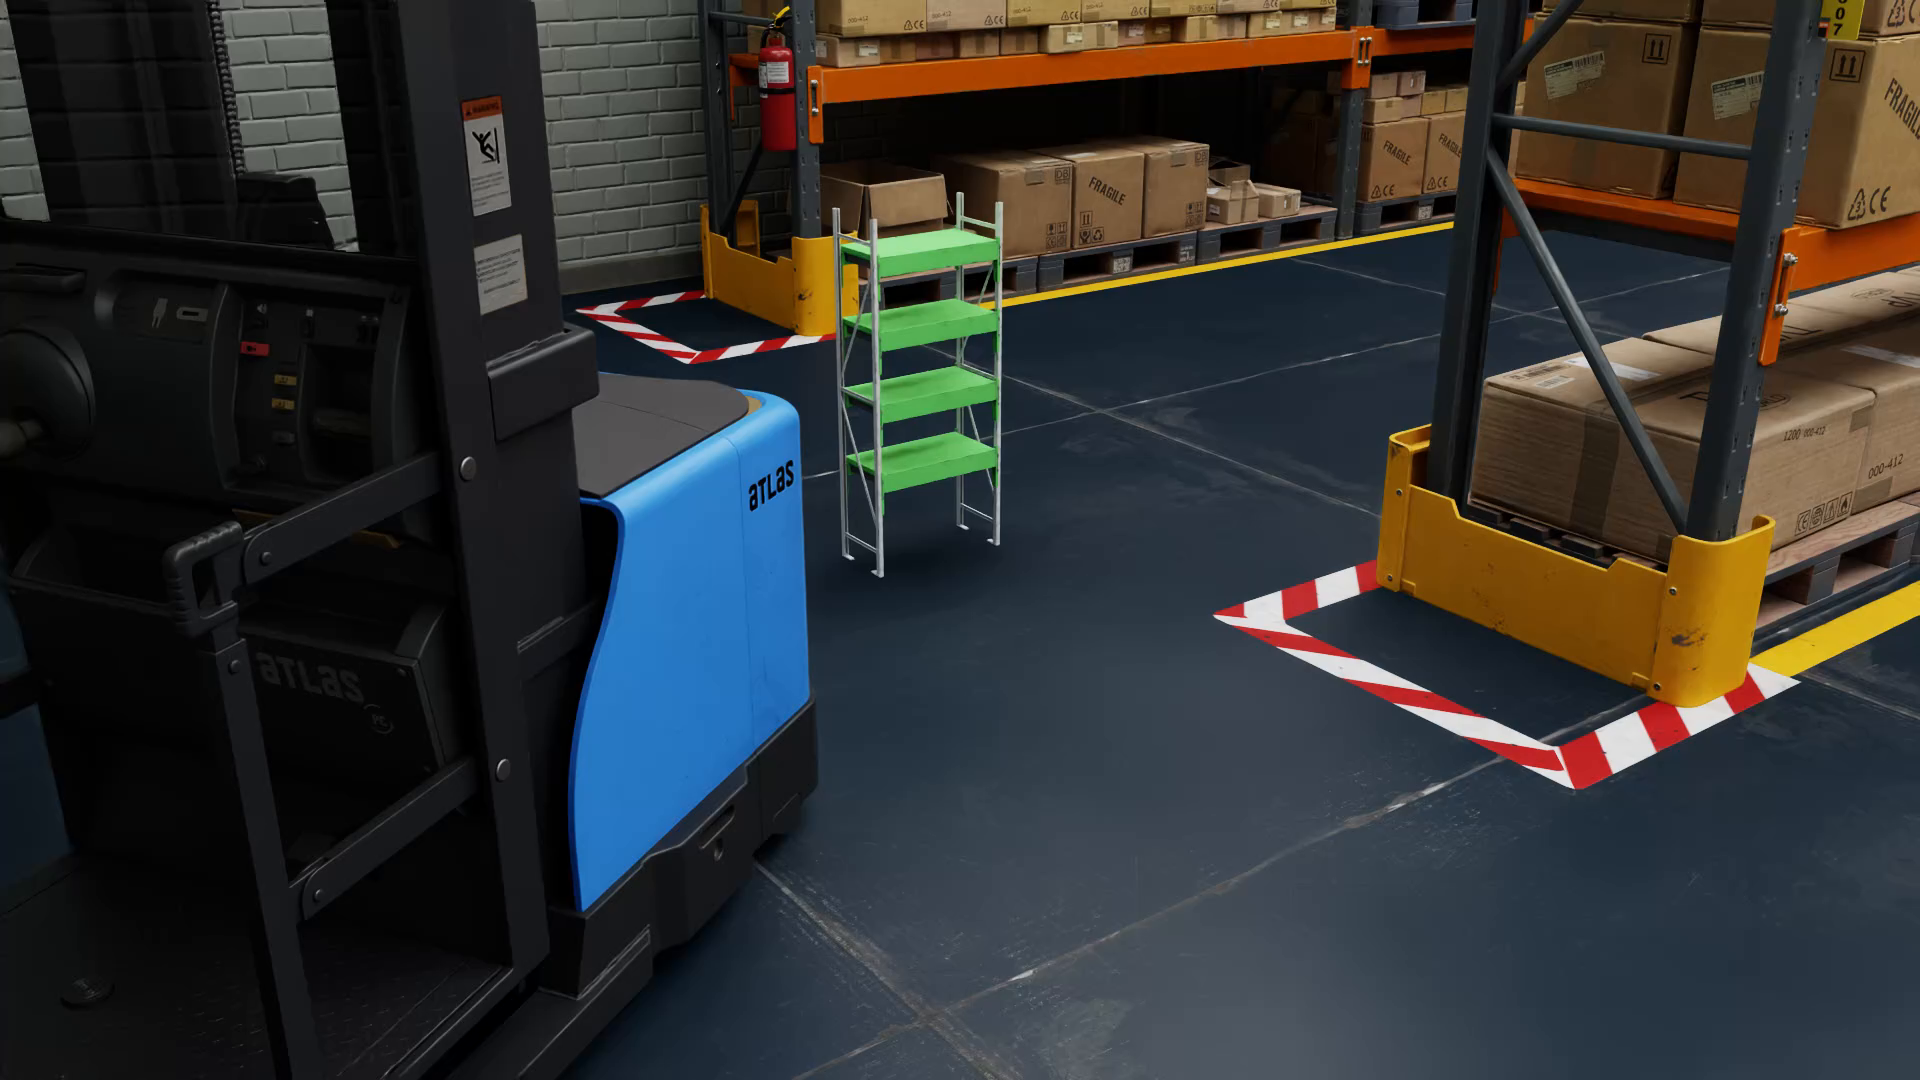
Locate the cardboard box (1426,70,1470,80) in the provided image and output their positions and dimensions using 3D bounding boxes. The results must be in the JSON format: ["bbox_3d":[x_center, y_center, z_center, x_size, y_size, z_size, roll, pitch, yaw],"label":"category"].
[{"bbox_3d":[3.585,-3.325,12.112,0.250,0.149,0.380,-16,27,-35],"label":"cardboard box"}]

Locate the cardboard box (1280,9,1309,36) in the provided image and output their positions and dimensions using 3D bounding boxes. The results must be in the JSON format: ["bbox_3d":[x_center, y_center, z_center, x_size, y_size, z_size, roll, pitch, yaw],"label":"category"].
[{"bbox_3d":[1.896,-3.160,10.107,0.250,0.149,0.380,-14,26,-31],"label":"cardboard box"}]

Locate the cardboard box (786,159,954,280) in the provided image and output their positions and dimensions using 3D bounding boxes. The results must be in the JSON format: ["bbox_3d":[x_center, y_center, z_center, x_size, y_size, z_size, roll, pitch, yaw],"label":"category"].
[{"bbox_3d":[-0.489,-1.758,9.057,0.637,0.503,0.797,-16,27,-35],"label":"cardboard box"}]

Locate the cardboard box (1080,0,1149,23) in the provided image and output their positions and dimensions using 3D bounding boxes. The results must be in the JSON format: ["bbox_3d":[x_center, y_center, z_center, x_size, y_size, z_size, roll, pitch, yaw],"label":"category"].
[{"bbox_3d":[0.706,-3.041,9.272,0.500,0.250,0.500,-16,27,-34],"label":"cardboard box"}]

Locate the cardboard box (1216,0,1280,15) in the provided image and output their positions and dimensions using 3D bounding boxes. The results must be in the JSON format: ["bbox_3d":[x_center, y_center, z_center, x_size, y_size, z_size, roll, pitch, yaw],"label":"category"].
[{"bbox_3d":[1.537,-3.257,9.811,0.500,0.250,0.500,-15,26,-33],"label":"cardboard box"}]

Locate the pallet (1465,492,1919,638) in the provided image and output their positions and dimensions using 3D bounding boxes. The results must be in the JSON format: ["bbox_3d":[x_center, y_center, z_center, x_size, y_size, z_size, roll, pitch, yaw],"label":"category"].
[{"bbox_3d":[2.465,-0.028,5.681,1.213,0.211,1.003,-15,26,-33],"label":"pallet"}]

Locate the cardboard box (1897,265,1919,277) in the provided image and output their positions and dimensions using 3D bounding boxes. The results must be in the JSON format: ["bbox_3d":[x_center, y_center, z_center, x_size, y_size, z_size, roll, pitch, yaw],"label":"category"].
[{"bbox_3d":[4.536,-0.894,6.979,0.875,0.438,0.875,-15,26,-34],"label":"cardboard box"}]

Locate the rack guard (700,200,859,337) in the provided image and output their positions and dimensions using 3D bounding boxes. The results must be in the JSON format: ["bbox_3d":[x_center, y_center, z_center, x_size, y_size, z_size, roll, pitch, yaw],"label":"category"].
[{"bbox_3d":[-0.979,-1.474,8.916,0.348,0.500,1.175,-15,26,-33],"label":"rack guard"}]

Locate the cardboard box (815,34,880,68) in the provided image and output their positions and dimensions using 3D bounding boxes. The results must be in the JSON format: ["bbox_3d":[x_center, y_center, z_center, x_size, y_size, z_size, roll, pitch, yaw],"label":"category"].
[{"bbox_3d":[-0.614,-2.491,8.430,0.250,0.149,0.380,-15,26,-33],"label":"cardboard box"}]

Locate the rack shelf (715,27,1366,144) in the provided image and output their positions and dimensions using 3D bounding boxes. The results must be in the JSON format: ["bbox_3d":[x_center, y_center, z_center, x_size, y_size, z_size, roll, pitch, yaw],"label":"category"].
[{"bbox_3d":[0.583,-2.718,9.630,4.000,0.370,1.077,-15,26,-33],"label":"rack shelf"}]

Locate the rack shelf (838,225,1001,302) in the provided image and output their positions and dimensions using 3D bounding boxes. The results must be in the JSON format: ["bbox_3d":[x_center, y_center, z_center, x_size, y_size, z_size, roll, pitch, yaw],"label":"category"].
[{"bbox_3d":[-0.134,-0.908,5.430,0.480,0.148,0.258,-15,26,-33],"label":"rack shelf"}]

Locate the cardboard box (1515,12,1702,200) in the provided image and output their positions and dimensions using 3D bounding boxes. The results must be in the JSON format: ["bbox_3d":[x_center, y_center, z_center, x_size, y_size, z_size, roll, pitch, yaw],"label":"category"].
[{"bbox_3d":[2.098,-1.357,5.114,0.500,0.500,0.500,-15,26,-33],"label":"cardboard box"}]

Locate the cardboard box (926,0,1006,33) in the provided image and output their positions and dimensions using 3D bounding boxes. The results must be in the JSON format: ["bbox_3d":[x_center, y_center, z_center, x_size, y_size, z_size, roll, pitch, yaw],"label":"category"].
[{"bbox_3d":[-0.106,-2.814,8.701,0.500,0.250,0.500,-15,26,-32],"label":"cardboard box"}]

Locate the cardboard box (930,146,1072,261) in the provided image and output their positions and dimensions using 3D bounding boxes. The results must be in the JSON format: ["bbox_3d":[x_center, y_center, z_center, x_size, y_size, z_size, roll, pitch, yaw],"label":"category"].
[{"bbox_3d":[0.228,-1.930,9.492,0.500,0.500,0.700,-14,26,-31],"label":"cardboard box"}]

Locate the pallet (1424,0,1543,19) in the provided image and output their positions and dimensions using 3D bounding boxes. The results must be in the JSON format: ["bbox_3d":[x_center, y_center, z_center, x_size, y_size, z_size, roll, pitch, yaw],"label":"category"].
[{"bbox_3d":[3.877,-3.839,11.728,1.213,0.211,1.003,-15,26,-33],"label":"pallet"}]

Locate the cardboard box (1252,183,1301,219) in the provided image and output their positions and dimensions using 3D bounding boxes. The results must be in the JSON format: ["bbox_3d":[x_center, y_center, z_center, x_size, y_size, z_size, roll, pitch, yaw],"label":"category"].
[{"bbox_3d":[1.926,-2.147,10.508,0.250,0.149,0.380,-16,27,-34],"label":"cardboard box"}]

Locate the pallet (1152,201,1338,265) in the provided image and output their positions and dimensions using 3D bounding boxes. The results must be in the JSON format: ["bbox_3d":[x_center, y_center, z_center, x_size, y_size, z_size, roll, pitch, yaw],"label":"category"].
[{"bbox_3d":[1.648,-2.041,10.727,1.213,0.211,1.003,-15,26,-33],"label":"pallet"}]

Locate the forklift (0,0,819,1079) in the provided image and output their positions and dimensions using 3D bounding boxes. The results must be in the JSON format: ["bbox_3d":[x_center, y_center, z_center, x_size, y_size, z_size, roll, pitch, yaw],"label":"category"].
[{"bbox_3d":[-1.379,-0.262,2.598,1.130,2.935,3.031,9,23,20],"label":"forklift"}]

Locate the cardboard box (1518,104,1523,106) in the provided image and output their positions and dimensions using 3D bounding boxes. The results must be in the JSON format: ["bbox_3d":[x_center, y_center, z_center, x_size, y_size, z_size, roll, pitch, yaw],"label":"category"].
[{"bbox_3d":[3.989,-2.891,11.900,0.500,0.500,0.500,-16,27,-35],"label":"cardboard box"}]

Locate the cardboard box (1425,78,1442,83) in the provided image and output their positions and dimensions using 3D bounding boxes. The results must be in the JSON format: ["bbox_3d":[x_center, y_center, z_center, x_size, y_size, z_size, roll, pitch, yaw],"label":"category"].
[{"bbox_3d":[3.187,-3.207,11.816,0.250,0.149,0.380,-14,26,-31],"label":"cardboard box"}]

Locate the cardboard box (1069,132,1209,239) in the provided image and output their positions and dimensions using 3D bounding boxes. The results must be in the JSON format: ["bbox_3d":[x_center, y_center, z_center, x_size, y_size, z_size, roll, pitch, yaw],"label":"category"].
[{"bbox_3d":[1.070,-2.155,10.055,0.500,0.500,0.700,-16,27,-35],"label":"cardboard box"}]

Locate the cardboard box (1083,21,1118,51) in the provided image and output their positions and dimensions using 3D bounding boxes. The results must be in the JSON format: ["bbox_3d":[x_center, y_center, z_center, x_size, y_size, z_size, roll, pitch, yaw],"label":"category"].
[{"bbox_3d":[0.663,-2.818,9.249,0.250,0.149,0.380,-14,26,-32],"label":"cardboard box"}]

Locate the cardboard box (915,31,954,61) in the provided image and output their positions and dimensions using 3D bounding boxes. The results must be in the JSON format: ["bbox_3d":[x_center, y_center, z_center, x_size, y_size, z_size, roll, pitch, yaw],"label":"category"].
[{"bbox_3d":[-0.241,-2.627,8.771,0.250,0.149,0.380,-15,26,-34],"label":"cardboard box"}]

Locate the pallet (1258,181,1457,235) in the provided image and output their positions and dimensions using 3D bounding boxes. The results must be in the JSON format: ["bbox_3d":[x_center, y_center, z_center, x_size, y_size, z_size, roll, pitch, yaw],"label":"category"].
[{"bbox_3d":[2.844,-2.377,11.568,1.213,0.211,1.003,-15,26,-33],"label":"pallet"}]

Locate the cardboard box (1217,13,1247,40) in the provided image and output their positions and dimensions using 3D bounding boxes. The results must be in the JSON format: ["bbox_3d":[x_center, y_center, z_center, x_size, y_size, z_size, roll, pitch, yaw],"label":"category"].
[{"bbox_3d":[1.471,-3.048,9.826,0.250,0.149,0.380,-14,26,-31],"label":"cardboard box"}]

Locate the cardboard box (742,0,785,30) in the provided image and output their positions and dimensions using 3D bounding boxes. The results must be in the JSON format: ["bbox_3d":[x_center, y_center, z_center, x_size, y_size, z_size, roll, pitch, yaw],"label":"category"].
[{"bbox_3d":[-0.822,-2.867,8.834,0.500,0.250,0.500,-14,26,-31],"label":"cardboard box"}]

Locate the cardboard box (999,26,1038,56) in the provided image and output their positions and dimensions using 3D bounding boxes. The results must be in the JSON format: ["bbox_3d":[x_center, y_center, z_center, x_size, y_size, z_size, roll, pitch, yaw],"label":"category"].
[{"bbox_3d":[0.212,-2.722,9.011,0.250,0.149,0.380,-14,26,-32],"label":"cardboard box"}]

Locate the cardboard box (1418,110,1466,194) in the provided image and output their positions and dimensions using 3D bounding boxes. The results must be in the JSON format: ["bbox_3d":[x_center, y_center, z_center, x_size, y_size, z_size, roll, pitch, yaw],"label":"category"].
[{"bbox_3d":[3.157,-2.674,11.356,0.500,0.500,0.500,-15,26,-34],"label":"cardboard box"}]

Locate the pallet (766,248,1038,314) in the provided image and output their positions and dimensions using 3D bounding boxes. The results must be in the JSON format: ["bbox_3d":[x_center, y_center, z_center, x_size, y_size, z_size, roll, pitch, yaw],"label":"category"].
[{"bbox_3d":[-0.332,-1.513,9.403,1.213,0.211,1.003,-15,26,-33],"label":"pallet"}]

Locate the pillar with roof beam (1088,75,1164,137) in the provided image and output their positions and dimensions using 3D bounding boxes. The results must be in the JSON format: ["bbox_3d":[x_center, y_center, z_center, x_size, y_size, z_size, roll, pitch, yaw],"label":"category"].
[{"bbox_3d":[3.629,-5.096,6.526,0.400,9.000,9.100,-15,26,-33],"label":"pillar with roof beam"}]

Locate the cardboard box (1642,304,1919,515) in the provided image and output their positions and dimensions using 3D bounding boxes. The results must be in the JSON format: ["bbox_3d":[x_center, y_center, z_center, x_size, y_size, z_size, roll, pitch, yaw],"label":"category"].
[{"bbox_3d":[3.077,-0.505,6.005,0.875,0.438,0.875,-14,26,-31],"label":"cardboard box"}]

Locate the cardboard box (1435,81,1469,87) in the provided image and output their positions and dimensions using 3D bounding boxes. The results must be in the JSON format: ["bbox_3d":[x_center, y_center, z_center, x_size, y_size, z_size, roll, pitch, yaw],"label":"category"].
[{"bbox_3d":[3.473,-3.066,11.463,0.250,0.149,0.380,-15,26,-33],"label":"cardboard box"}]

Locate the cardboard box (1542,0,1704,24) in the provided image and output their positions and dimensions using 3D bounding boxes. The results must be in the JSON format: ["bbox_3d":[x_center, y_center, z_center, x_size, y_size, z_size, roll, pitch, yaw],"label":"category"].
[{"bbox_3d":[2.114,-1.813,4.909,0.500,0.500,0.500,-14,26,-31],"label":"cardboard box"}]

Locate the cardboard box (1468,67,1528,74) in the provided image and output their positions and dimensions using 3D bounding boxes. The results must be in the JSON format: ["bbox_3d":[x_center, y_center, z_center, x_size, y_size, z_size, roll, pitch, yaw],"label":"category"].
[{"bbox_3d":[4.003,-3.437,12.394,0.250,0.149,0.380,-16,27,-34],"label":"cardboard box"}]

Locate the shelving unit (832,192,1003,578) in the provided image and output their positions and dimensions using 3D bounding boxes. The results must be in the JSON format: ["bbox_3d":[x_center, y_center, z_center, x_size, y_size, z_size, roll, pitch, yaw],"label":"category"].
[{"bbox_3d":[-0.134,-0.521,5.584,0.503,1.200,0.258,-15,26,-33],"label":"shelving unit"}]

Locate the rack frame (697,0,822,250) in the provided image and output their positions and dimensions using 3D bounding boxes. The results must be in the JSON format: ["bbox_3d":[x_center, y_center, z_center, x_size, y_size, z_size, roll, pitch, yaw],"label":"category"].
[{"bbox_3d":[-1.041,-2.619,8.412,0.127,3.000,1.000,-15,26,-33],"label":"rack frame"}]

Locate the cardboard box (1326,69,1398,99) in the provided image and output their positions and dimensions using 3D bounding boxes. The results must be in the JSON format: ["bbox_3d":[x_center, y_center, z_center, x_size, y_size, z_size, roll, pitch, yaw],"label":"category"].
[{"bbox_3d":[2.617,-2.974,10.831,0.250,0.149,0.380,-15,26,-34],"label":"cardboard box"}]

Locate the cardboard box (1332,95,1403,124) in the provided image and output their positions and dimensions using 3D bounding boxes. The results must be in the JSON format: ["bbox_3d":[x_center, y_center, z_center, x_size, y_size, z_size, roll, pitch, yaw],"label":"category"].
[{"bbox_3d":[2.653,-2.818,10.841,0.250,0.149,0.380,-14,25,-30],"label":"cardboard box"}]

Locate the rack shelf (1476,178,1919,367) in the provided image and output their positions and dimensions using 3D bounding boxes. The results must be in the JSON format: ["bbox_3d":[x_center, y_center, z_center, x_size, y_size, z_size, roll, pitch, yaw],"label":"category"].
[{"bbox_3d":[3.485,-1.225,5.890,4.000,0.370,1.077,-15,26,-33],"label":"rack shelf"}]

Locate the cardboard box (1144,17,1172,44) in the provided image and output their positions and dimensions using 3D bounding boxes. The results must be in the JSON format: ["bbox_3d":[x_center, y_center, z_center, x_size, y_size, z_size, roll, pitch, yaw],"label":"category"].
[{"bbox_3d":[1.005,-2.962,9.611,0.250,0.149,0.380,-14,26,-32],"label":"cardboard box"}]

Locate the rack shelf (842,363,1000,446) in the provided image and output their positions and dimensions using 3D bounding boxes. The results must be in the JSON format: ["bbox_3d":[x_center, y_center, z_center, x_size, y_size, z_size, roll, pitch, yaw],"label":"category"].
[{"bbox_3d":[-0.134,-0.462,5.608,0.480,0.148,0.258,-15,26,-33],"label":"rack shelf"}]

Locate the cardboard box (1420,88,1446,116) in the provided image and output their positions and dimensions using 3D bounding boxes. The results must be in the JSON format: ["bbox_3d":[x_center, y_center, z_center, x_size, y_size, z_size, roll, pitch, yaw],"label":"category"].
[{"bbox_3d":[3.034,-2.960,11.197,0.250,0.149,0.380,-17,27,-36],"label":"cardboard box"}]

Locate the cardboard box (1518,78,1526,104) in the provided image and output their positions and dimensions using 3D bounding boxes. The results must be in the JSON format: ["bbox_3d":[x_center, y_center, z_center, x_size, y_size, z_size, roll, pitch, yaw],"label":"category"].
[{"bbox_3d":[3.878,-3.186,11.765,0.250,0.149,0.380,-15,26,-33],"label":"cardboard box"}]

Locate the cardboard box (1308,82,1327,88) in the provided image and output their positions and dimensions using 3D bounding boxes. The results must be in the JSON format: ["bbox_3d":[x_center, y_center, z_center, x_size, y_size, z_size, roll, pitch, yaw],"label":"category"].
[{"bbox_3d":[2.547,-3.045,11.411,0.250,0.149,0.380,-15,26,-33],"label":"cardboard box"}]

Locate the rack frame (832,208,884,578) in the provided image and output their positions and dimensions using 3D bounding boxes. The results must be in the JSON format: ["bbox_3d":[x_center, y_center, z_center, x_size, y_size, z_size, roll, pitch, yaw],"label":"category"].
[{"bbox_3d":[-0.332,-0.469,5.452,0.015,1.200,0.240,-15,26,-33],"label":"rack frame"}]

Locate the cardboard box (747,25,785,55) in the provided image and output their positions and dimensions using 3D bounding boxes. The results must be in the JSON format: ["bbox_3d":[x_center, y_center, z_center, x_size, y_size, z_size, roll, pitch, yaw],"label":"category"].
[{"bbox_3d":[-0.928,-2.655,8.841,0.250,0.149,0.380,-15,26,-33],"label":"cardboard box"}]
